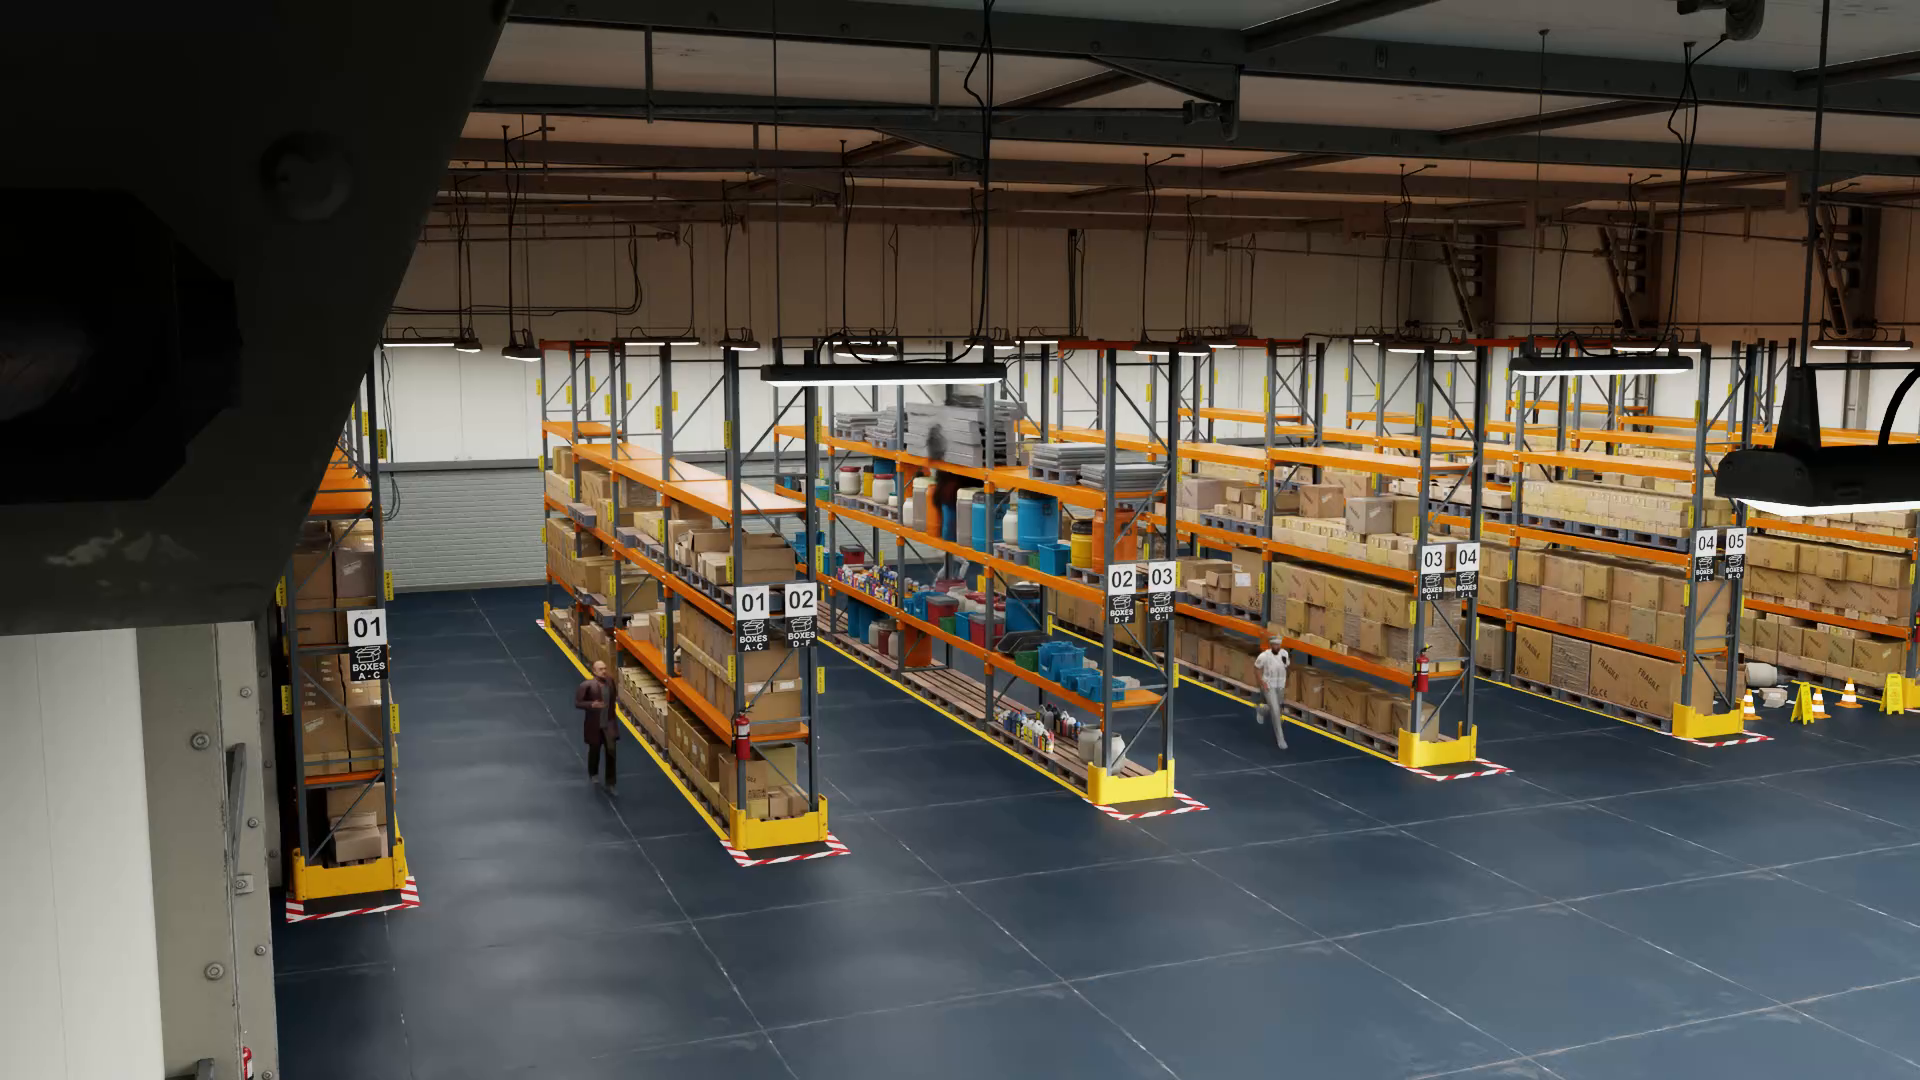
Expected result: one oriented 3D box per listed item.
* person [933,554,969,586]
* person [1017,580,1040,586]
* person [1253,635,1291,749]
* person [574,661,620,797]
[{"bbox_3d":[-0.183,0.345,39.523,0.944,1.753,0.682,-2,8,-12],"label":"person"},{"bbox_3d":[1.323,1.342,32.416,0.607,1.619,0.687,-4,8,-26],"label":"person"},{"bbox_3d":[4.680,2.214,25.019,0.575,1.691,0.963,-2,8,-17],"label":"person"},{"bbox_3d":[-4.911,2.542,22.533,0.668,1.855,0.861,-4,9,-31],"label":"person"}]
